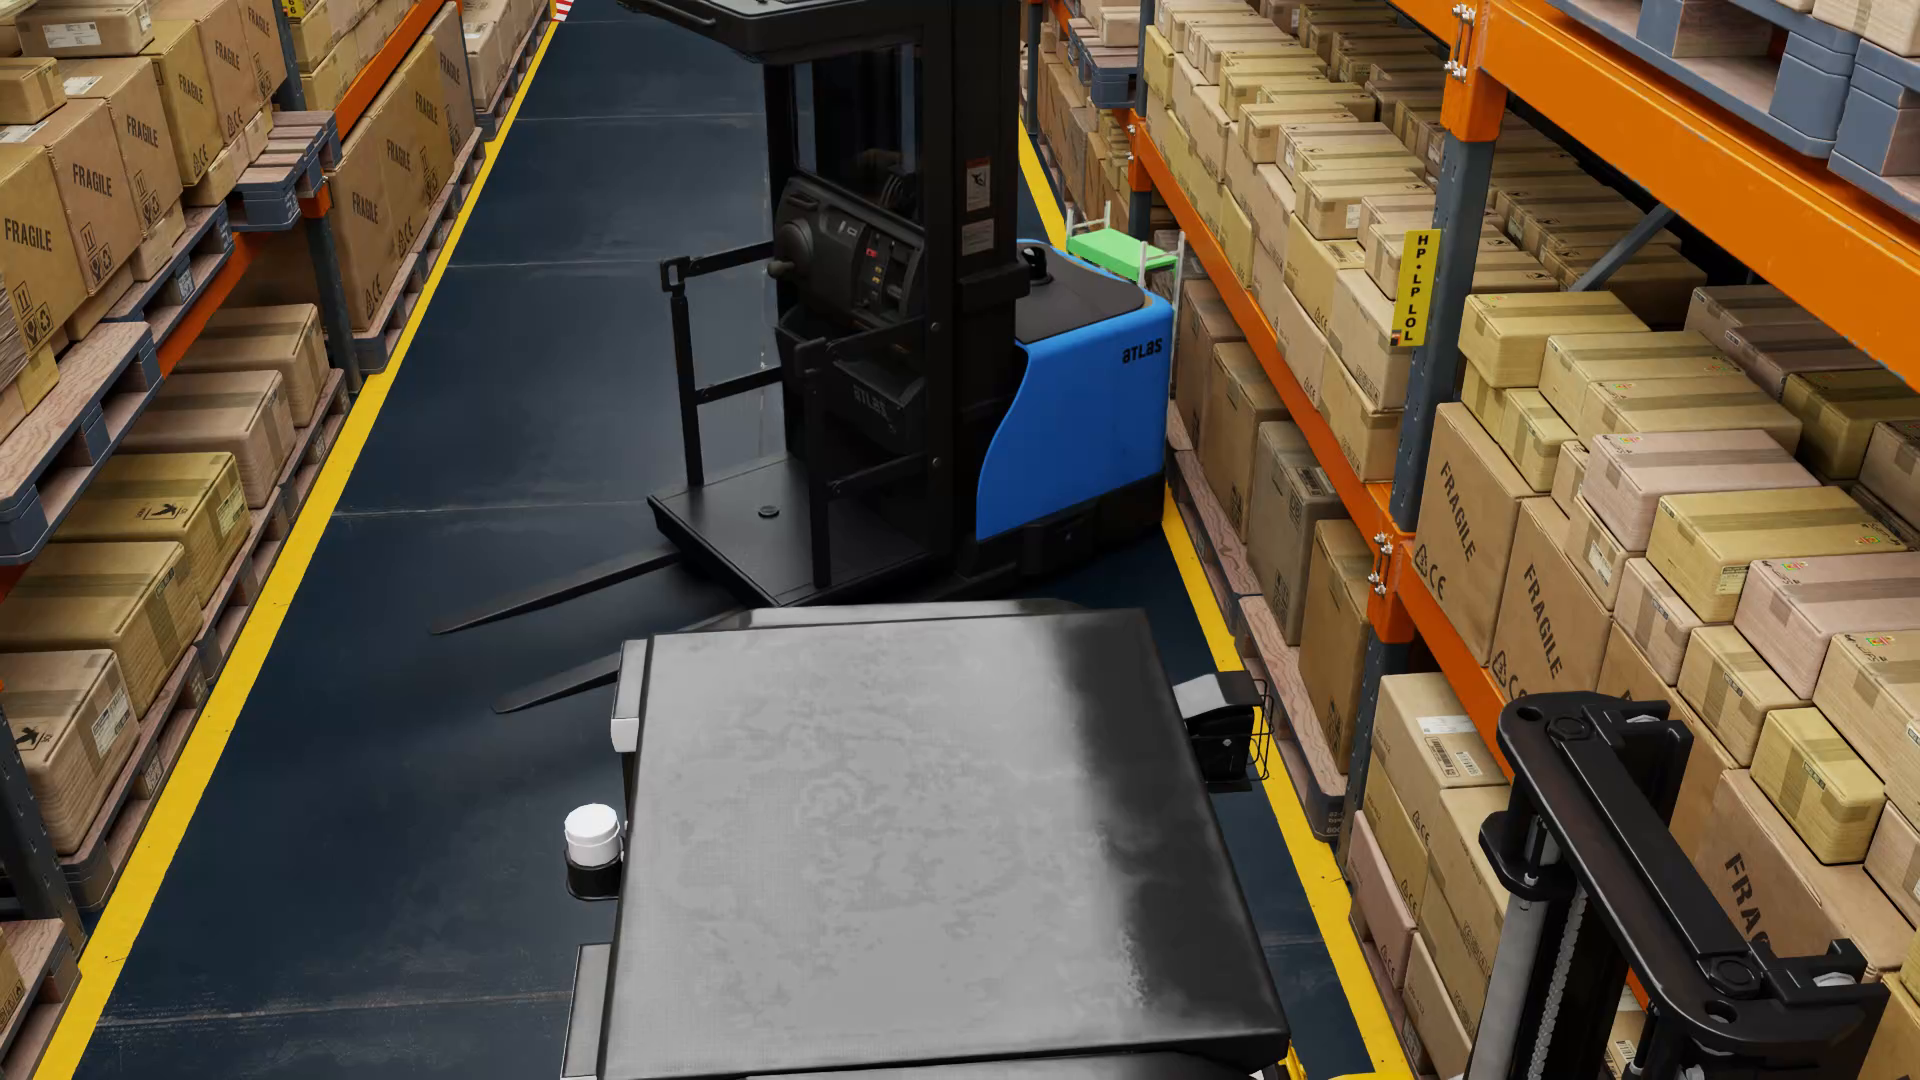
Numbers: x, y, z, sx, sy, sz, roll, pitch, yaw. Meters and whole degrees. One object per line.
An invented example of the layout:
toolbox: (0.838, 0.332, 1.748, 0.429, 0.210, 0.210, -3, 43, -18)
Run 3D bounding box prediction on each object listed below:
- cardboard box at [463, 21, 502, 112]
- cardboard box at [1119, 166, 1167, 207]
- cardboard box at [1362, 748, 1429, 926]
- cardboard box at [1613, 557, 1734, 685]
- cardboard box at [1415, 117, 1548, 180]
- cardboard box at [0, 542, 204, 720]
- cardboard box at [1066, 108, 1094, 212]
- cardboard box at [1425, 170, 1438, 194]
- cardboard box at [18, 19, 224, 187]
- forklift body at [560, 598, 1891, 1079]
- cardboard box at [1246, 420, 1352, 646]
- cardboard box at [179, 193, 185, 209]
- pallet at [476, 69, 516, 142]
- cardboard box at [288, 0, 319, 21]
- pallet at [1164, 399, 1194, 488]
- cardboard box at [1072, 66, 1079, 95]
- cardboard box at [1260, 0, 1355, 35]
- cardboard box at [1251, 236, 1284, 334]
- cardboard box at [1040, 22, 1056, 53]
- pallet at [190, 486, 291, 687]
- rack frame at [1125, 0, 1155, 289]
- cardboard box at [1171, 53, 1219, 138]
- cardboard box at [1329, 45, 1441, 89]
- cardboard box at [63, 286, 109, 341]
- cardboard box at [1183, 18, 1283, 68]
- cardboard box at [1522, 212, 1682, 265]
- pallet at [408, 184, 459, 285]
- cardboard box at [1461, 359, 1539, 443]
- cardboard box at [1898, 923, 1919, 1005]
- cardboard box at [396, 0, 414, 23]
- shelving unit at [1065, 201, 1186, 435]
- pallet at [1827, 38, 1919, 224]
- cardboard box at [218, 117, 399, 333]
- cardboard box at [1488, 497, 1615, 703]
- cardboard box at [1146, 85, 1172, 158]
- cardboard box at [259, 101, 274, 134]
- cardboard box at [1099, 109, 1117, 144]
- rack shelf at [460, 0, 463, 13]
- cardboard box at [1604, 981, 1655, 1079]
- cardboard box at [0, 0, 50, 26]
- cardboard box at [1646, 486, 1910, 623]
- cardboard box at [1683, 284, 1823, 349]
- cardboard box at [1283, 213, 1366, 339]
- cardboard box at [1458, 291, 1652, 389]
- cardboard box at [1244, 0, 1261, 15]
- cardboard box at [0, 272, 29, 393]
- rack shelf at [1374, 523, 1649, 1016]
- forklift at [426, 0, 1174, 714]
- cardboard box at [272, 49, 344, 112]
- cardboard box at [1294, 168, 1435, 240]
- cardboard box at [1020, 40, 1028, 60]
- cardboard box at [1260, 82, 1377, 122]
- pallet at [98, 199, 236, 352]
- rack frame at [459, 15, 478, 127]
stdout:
cardboard box: (-3.900, -3.480, 12.240, 0.875, 0.438, 0.875, -3, 31, -5)
cardboard box: (1.069, -1.897, 8.897, 0.380, 0.149, 0.250, -4, 31, -7)
cardboard box: (1.479, 0.818, 4.740, 0.500, 0.250, 0.500, -3, 31, -5)
cardboard box: (1.559, 0.152, 3.341, 0.380, 0.149, 0.250, -3, 31, -5)
cardboard box: (1.855, -1.394, 5.929, 0.380, 0.149, 0.250, -3, 31, -5)
cardboard box: (-3.323, 0.323, 5.936, 0.950, 0.372, 0.625, -1, 31, -1)
cardboard box: (0.959, -2.372, 10.324, 0.500, 0.500, 0.500, -4, 31, -6)
cardboard box: (1.875, -1.171, 5.944, 0.500, 0.250, 0.500, -3, 31, -6)
cardboard box: (-3.148, -1.643, 6.279, 0.500, 0.500, 0.500, -5, 31, -8)
forklift body: (0.121, 1.296, 2.982, 2.313, 2.155, 1.214, -3, 31, -5)
cardboard box: (1.616, -0.053, 6.319, 0.875, 0.625, 0.625, -3, 31, -5)
cardboard box: (-3.191, -1.285, 6.312, 0.380, 0.149, 0.250, -3, 31, -4)
pallet: (-3.941, -3.269, 12.517, 1.003, 0.211, 1.213, -3, 31, -5)
cardboard box: (-3.377, -2.768, 7.886, 0.500, 0.500, 0.500, -4, 31, -6)
pallet: (1.405, -0.652, 8.136, 1.003, 0.211, 1.213, -3, 31, -5)
cardboard box: (0.926, -2.967, 10.687, 0.380, 0.149, 0.250, -3, 31, -5)
cardboard box: (1.599, -2.437, 7.674, 0.380, 0.149, 0.250, -2, 31, -3)
cardboard box: (1.365, -0.921, 6.014, 0.500, 0.250, 0.500, -3, 31, -4)
cardboard box: (0.762, -3.504, 11.586, 0.380, 0.149, 0.250, -1, 31, -2)
pallet: (-3.392, 0.186, 6.733, 1.003, 0.211, 1.213, -3, 31, -5)
rack frame: (1.367, -2.272, 8.128, 1.000, 3.000, 0.127, -3, 31, -5)
cardboard box: (1.211, -1.928, 7.212, 0.500, 0.250, 0.500, -2, 31, -3)
cardboard box: (1.738, -1.914, 6.800, 0.380, 0.149, 0.250, -3, 31, -5)
cardboard box: (-3.037, -0.762, 5.436, 0.380, 0.149, 0.250, -2, 31, -4)
cardboard box: (1.179, -2.150, 7.194, 0.380, 0.149, 0.250, -2, 31, -3)
cardboard box: (1.949, -0.880, 5.068, 0.380, 0.149, 0.250, -4, 31, -6)
pallet: (-3.684, -1.862, 10.162, 1.003, 0.211, 1.213, -3, 31, -5)
cardboard box: (1.509, -0.376, 4.224, 0.380, 0.149, 0.250, -3, 31, -5)
cardboard box: (1.659, 0.674, 2.467, 0.380, 0.149, 0.250, -3, 31, -4)
cardboard box: (-3.581, -3.274, 9.953, 0.500, 0.250, 0.500, -4, 31, -6)
shelving unit: (0.702, -0.864, 7.515, 0.258, 1.200, 0.503, -19, 35, -32)
pallet: (1.957, -0.424, 2.195, 1.003, 0.211, 1.213, -3, 31, -5)
cardboard box: (-3.556, -1.657, 8.761, 0.875, 0.875, 0.875, -3, 31, -5)
cardboard box: (1.588, 0.232, 3.839, 0.500, 0.500, 0.500, -2, 31, -4)
cardboard box: (1.165, -1.969, 7.768, 0.500, 0.250, 0.500, -3, 31, -4)
cardboard box: (-3.212, -1.815, 7.199, 0.380, 0.149, 0.250, -2, 31, -4)
cardboard box: (1.029, -2.436, 9.799, 0.380, 0.149, 0.250, -3, 31, -5)
rack shelf: (-4.135, -4.786, 13.040, 1.077, 0.370, 4.000, -3, 31, -5)
cardboard box: (1.569, 1.118, 3.749, 0.500, 0.250, 0.500, -2, 31, -3)
cardboard box: (-3.707, -1.876, 6.669, 0.500, 0.500, 0.500, -1, 31, -2)
cardboard box: (1.595, 0.025, 3.263, 0.380, 0.149, 0.250, -3, 31, -5)
cardboard box: (2.072, -0.530, 4.192, 0.380, 0.149, 0.250, -3, 31, -4)
cardboard box: (1.385, -0.881, 5.458, 0.500, 0.250, 0.500, -4, 31, -6)
cardboard box: (1.475, -0.502, 4.145, 0.380, 0.149, 0.250, -2, 31, -4)
cardboard box: (1.475, -2.765, 8.447, 0.500, 0.500, 0.500, -1, 31, -2)
cardboard box: (-2.959, -0.594, 4.522, 0.500, 0.500, 0.500, -2, 31, -3)
rack shelf: (1.928, 1.100, 3.184, 1.077, 0.370, 4.000, -3, 31, -5)
forklift: (-0.596, -1.059, 6.164, 3.031, 2.935, 1.130, -21, 37, -31)
cardboard box: (-3.370, -2.230, 8.204, 0.500, 0.250, 0.500, -3, 31, -5)
cardboard box: (1.319, -1.101, 5.438, 0.380, 0.149, 0.250, -4, 31, -6)
cardboard box: (0.616, -3.773, 12.898, 0.396, 0.266, 0.258, -2, 31, -3)
cardboard box: (1.355, -1.630, 6.323, 0.380, 0.149, 0.250, -3, 31, -5)
pallet: (-3.349, -0.941, 6.087, 1.003, 0.211, 1.213, -3, 31, -5)
rack frame: (-3.948, -4.074, 11.146, 1.000, 3.000, 0.127, -3, 31, -5)
